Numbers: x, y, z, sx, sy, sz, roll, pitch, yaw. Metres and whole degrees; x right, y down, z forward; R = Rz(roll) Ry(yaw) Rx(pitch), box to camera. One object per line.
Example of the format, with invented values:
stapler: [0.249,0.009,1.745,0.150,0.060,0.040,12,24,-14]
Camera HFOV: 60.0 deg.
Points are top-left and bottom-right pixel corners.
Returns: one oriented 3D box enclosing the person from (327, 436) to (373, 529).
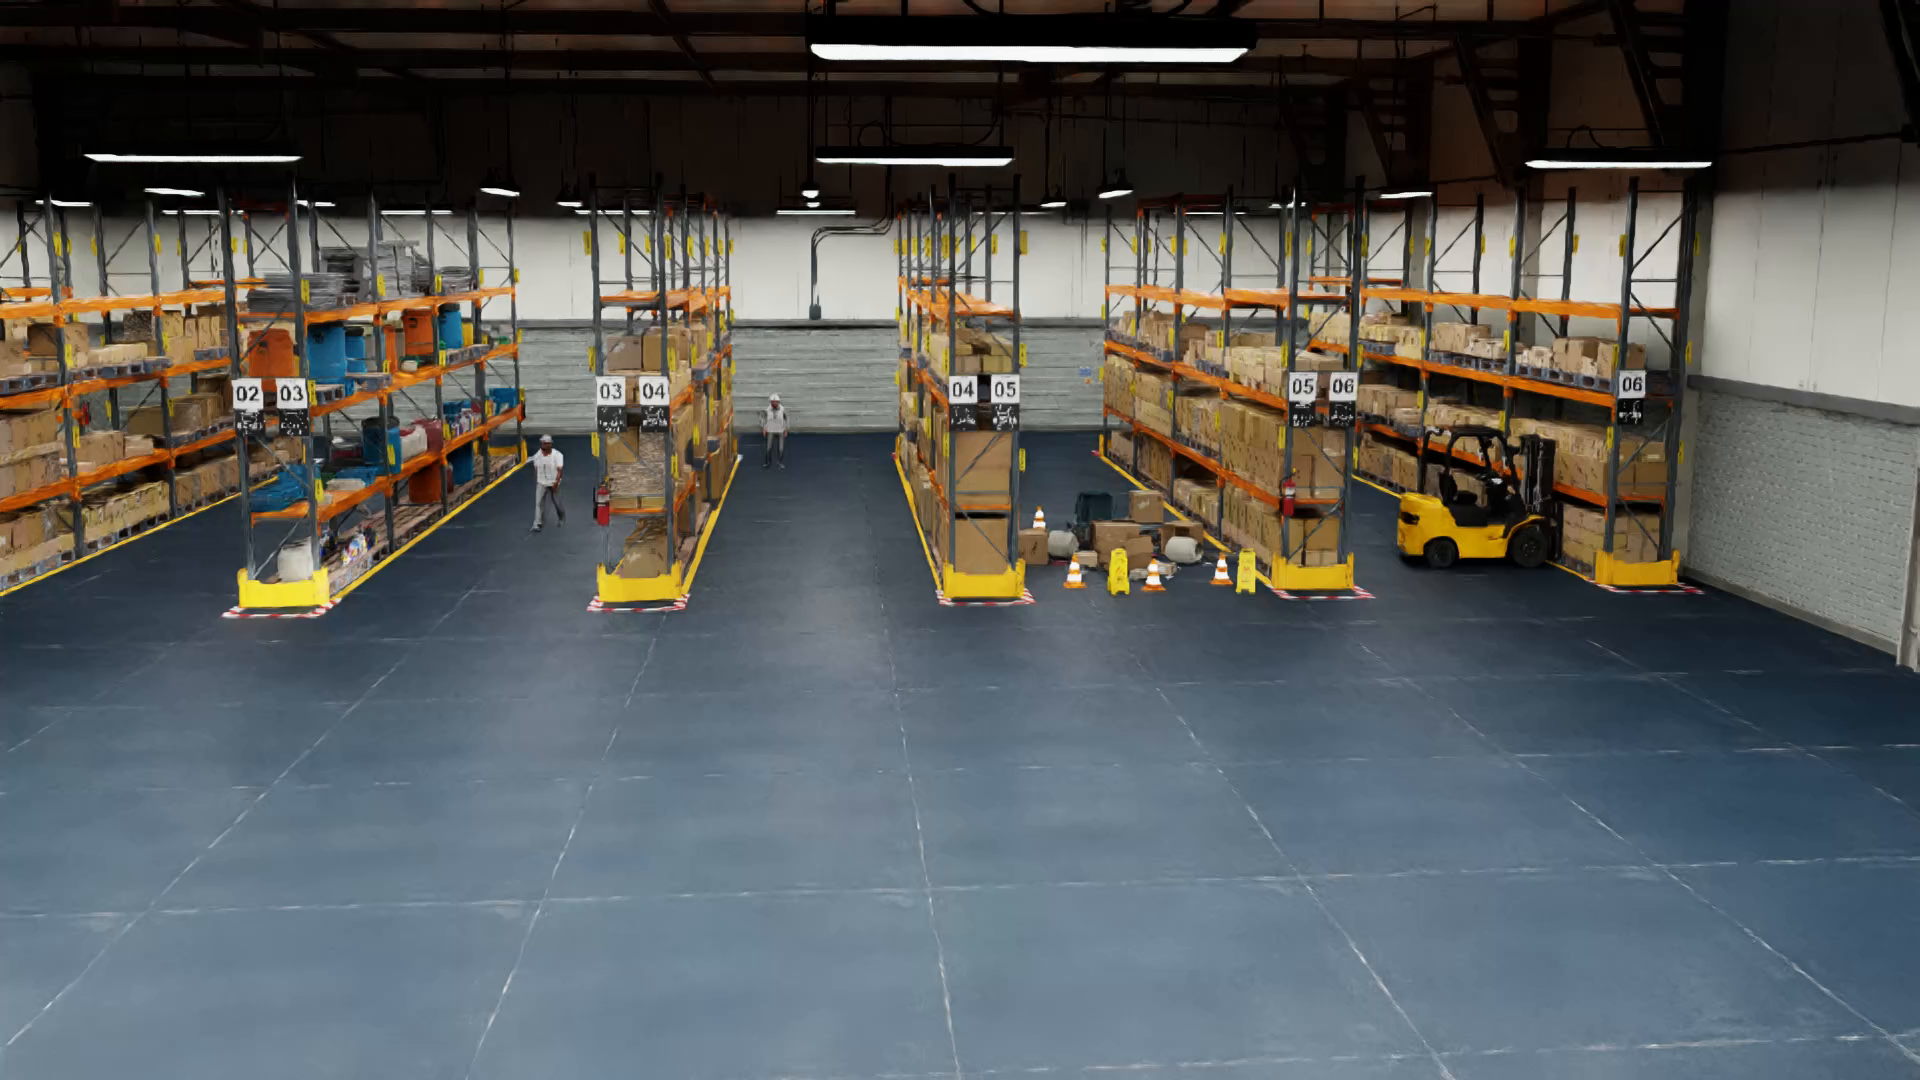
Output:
person: [-10.826,-0.975,29.288,0.605,1.734,0.991,3,10,15]

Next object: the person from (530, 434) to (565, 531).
person: [-7.316,-1.030,29.575,0.570,1.708,1.036,1,10,4]

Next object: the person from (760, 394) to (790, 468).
person: [-4.201,-2.477,37.804,0.677,1.726,0.574,-1,10,-7]
